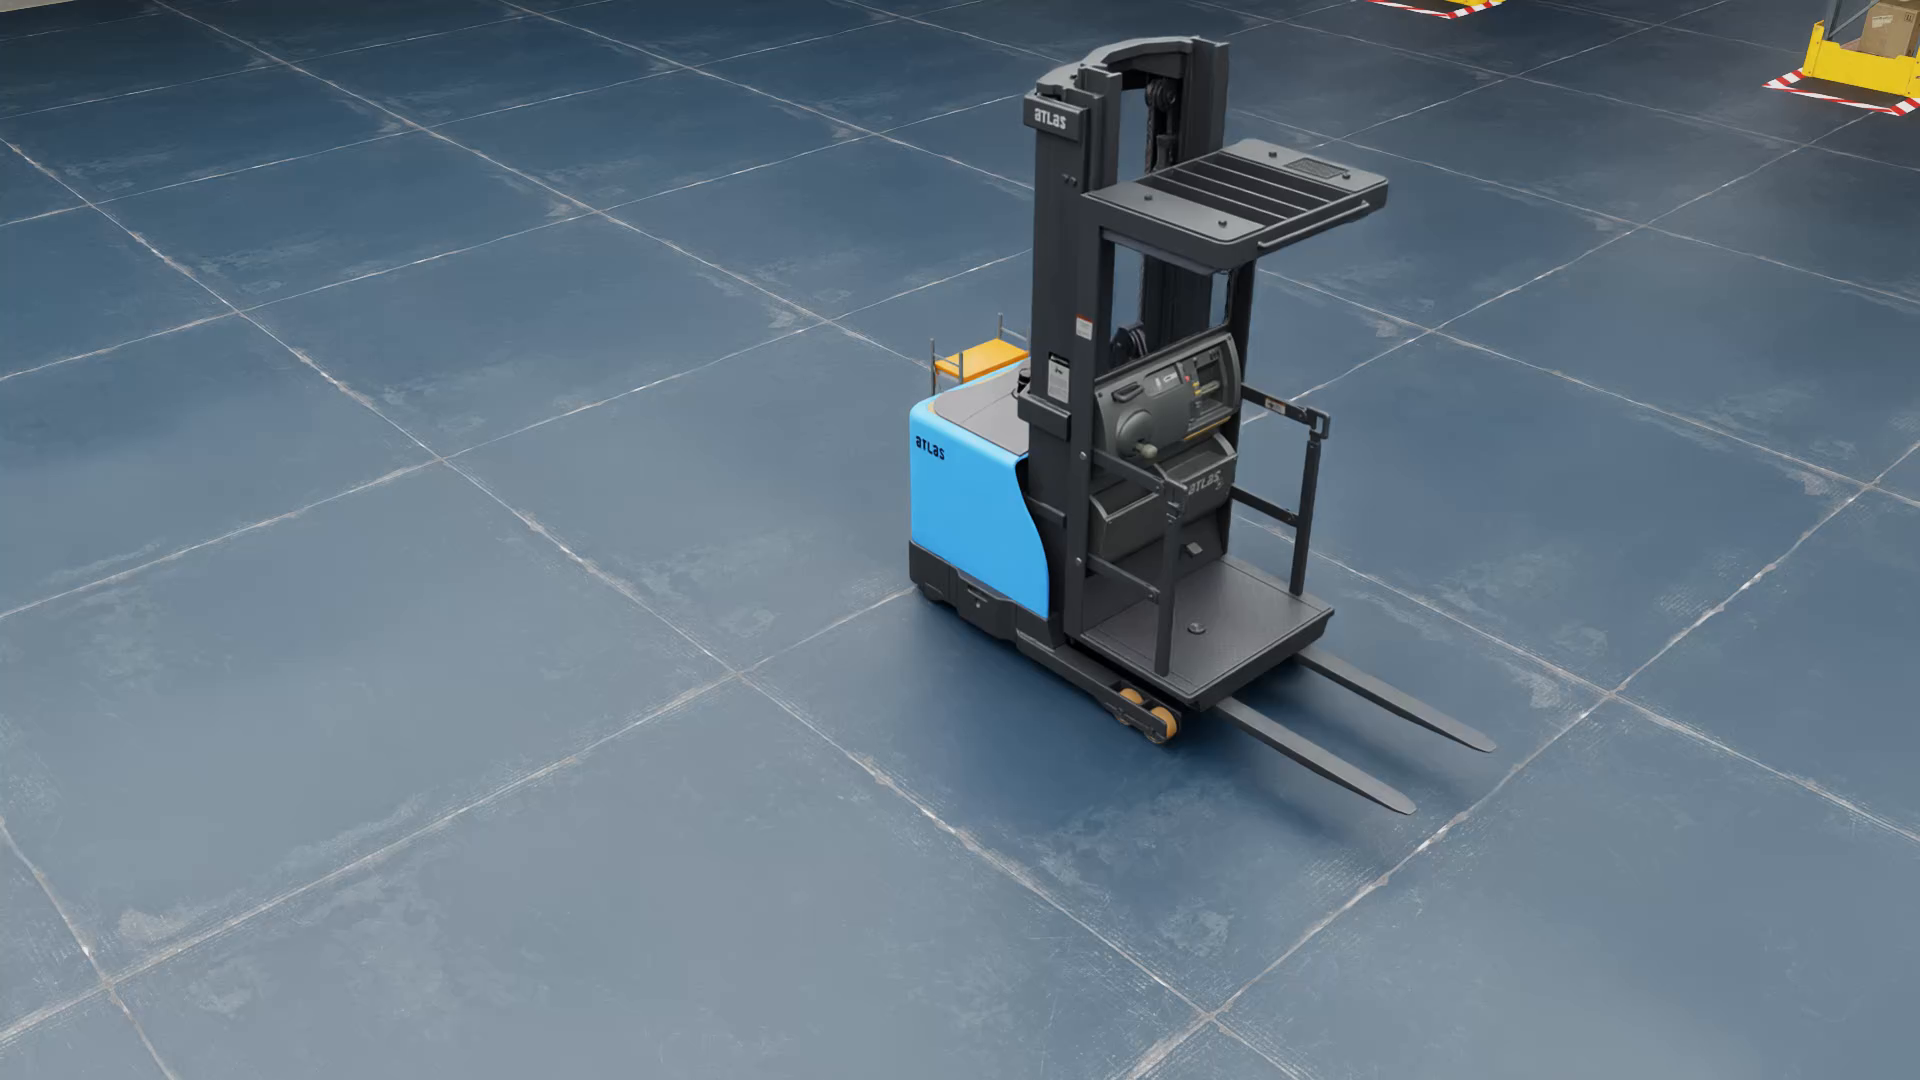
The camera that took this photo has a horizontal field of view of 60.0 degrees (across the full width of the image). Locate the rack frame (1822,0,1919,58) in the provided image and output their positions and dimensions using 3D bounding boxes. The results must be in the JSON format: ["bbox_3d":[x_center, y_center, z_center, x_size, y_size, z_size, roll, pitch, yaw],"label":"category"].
[{"bbox_3d":[9.080,-5.869,15.972,0.127,3.000,1.000,-26,40,-35],"label":"rack frame"}]

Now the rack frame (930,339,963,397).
[{"bbox_3d":[-0.068,-0.490,8.901,0.015,1.200,0.240,-26,40,-35],"label":"rack frame"}]

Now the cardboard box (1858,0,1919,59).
[{"bbox_3d":[9.550,-5.197,16.867,0.500,0.500,0.500,-18,36,-27],"label":"cardboard box"}]

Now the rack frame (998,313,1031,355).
[{"bbox_3d":[0.291,-0.663,9.184,0.015,1.200,0.240,-26,40,-35],"label":"rack frame"}]

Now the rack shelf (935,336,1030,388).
[{"bbox_3d":[0.111,-0.912,8.838,0.480,0.148,0.258,-26,40,-35],"label":"rack shelf"}]

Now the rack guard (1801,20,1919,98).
[{"bbox_3d":[9.136,-4.829,16.669,0.348,0.500,1.175,-26,40,-35],"label":"rack guard"}]

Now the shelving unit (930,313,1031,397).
[{"bbox_3d":[0.111,-0.576,9.043,0.503,1.200,0.258,-26,40,-35],"label":"shelving unit"}]

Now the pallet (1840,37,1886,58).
[{"bbox_3d":[9.756,-4.981,17.193,1.213,0.211,1.003,-26,40,-35],"label":"pallet"}]

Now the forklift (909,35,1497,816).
[{"bbox_3d":[1.099,-0.610,7.438,1.130,2.935,3.031,-26,40,-35],"label":"forklift"}]

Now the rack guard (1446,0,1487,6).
[{"bbox_3d":[5.737,-6.742,19.797,0.348,0.500,1.175,-26,40,-35],"label":"rack guard"}]
